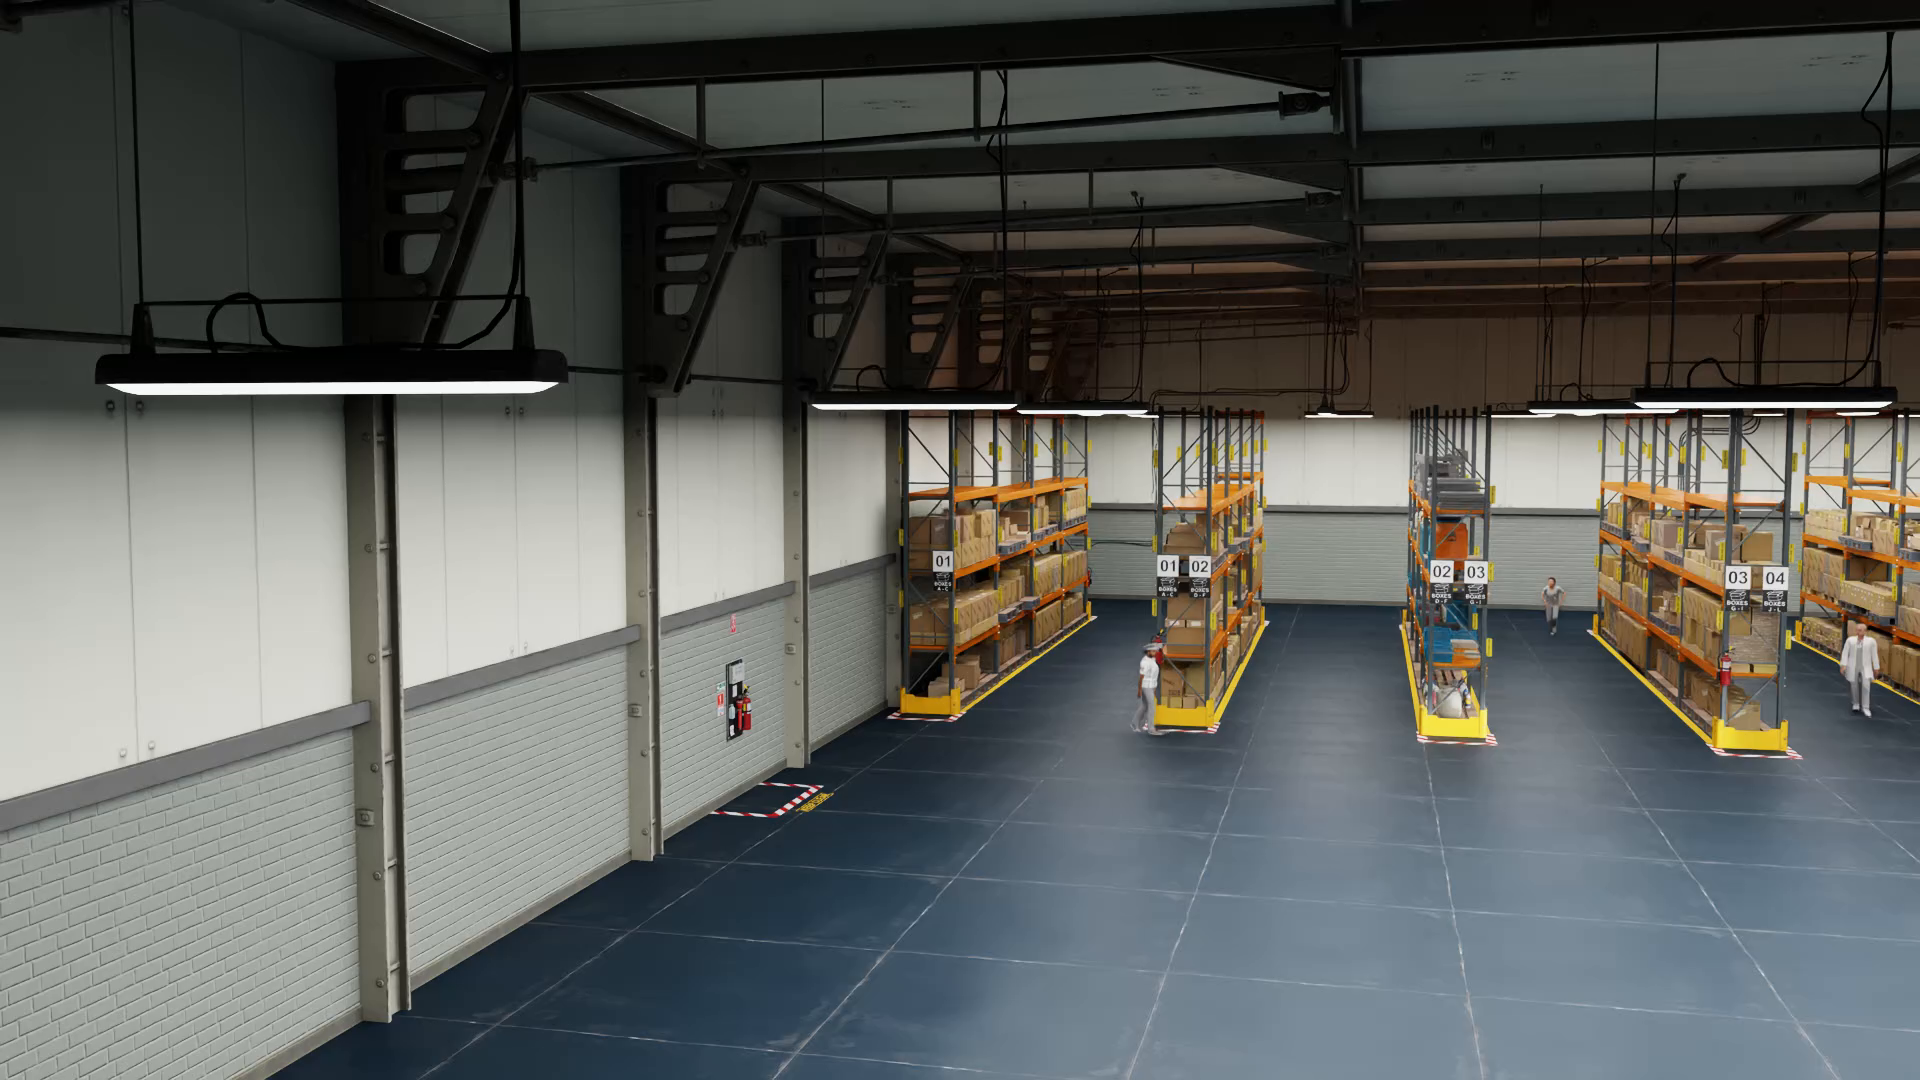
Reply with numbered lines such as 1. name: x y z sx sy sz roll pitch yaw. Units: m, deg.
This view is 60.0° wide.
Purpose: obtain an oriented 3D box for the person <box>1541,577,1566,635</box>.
1. person: 15.812 1.761 44.301 0.607 1.578 0.689 2 4 23

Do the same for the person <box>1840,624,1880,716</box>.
1. person: 17.559 2.505 32.449 0.687 1.725 1.031 2 5 31

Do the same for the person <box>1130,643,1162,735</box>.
1. person: 3.429 2.726 30.483 0.711 1.698 0.479 2 5 28

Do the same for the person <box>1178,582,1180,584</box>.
1. person: 6.198 1.514 46.866 0.441 1.687 0.500 -3 5 -34
